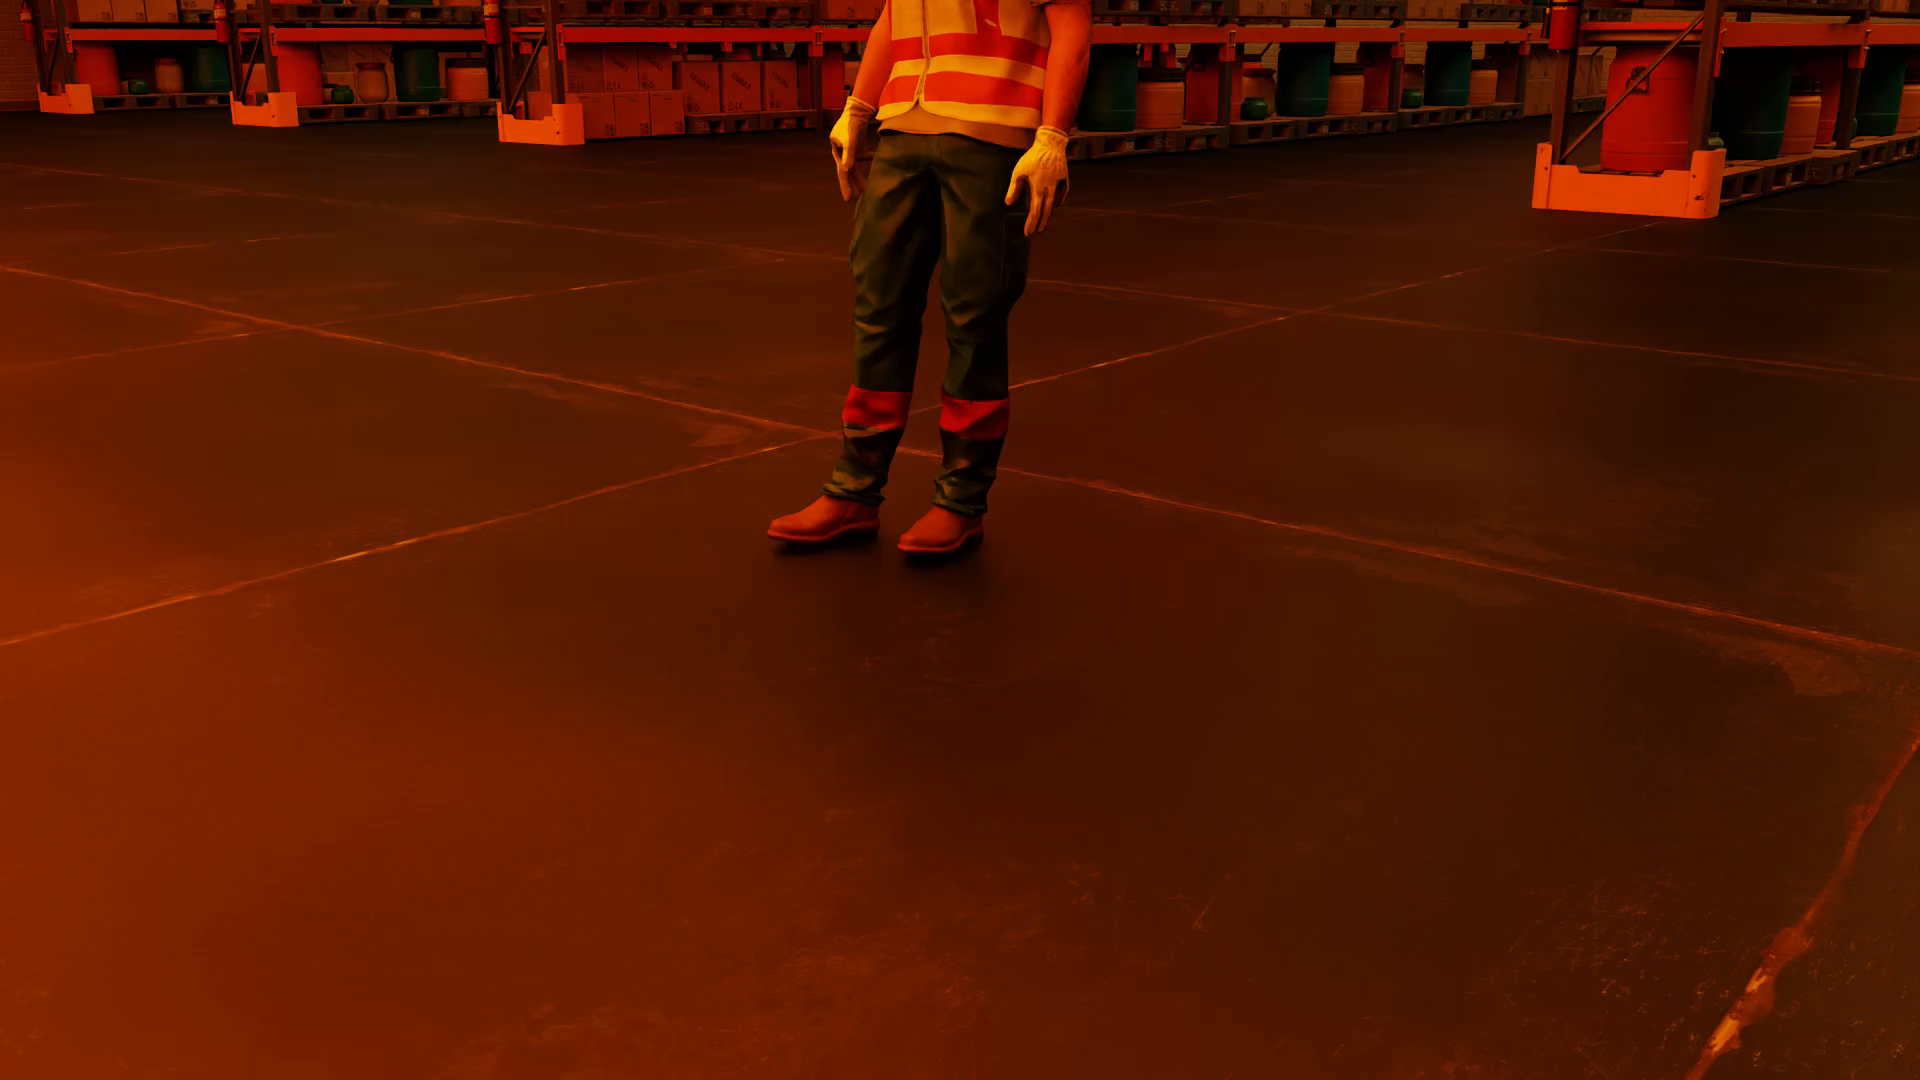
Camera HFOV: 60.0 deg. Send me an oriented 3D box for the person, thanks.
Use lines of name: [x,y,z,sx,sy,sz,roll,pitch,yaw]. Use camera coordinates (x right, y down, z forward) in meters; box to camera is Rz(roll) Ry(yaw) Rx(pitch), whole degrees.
person: [-0.060,-0.847,3.627,0.638,1.789,0.562,13,21,37]
